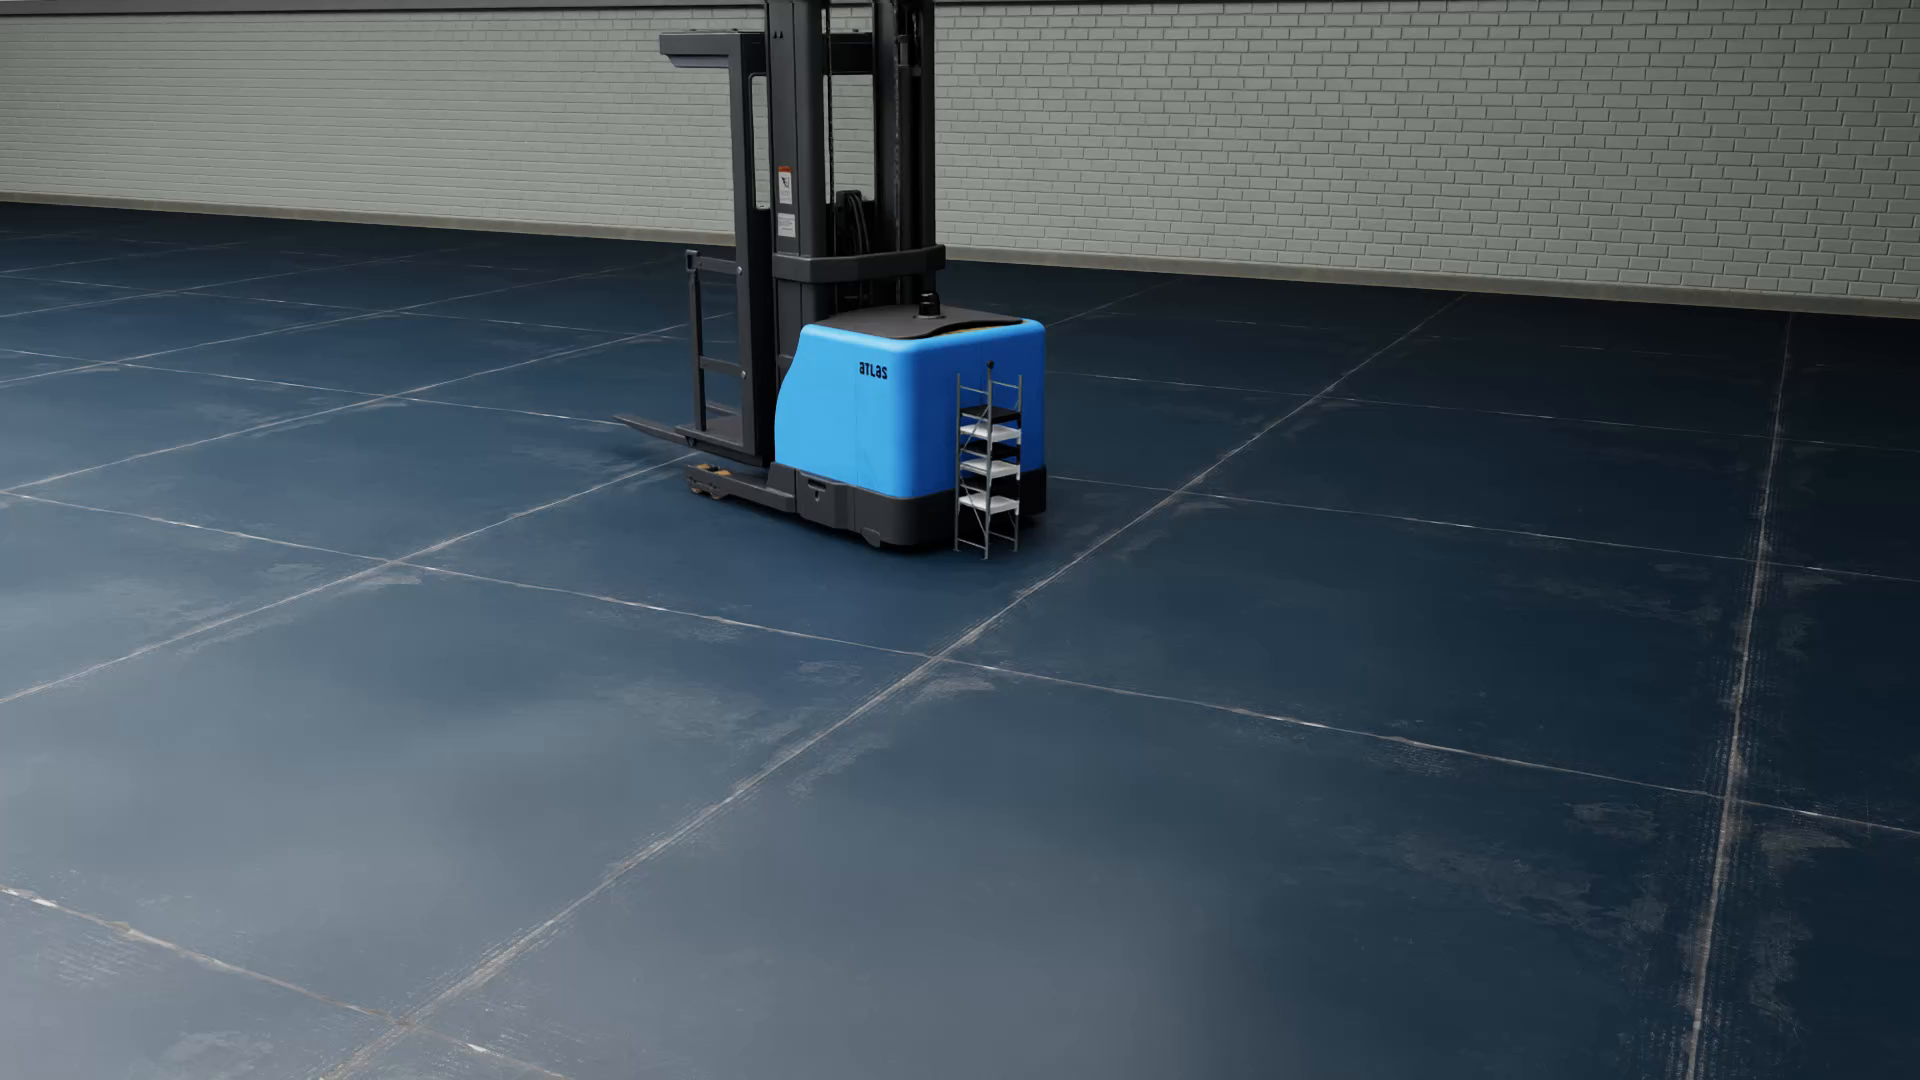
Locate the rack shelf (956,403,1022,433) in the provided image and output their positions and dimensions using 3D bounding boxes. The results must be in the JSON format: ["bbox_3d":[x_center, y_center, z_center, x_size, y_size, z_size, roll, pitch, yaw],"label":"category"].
[{"bbox_3d":[0.142,-0.598,8.115,0.200,0.077,0.258,-15,23,-41],"label":"rack shelf"}]

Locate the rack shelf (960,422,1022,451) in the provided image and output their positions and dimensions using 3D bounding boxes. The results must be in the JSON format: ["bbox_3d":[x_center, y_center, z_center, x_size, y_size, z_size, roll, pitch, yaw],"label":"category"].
[{"bbox_3d":[0.140,-0.512,8.141,0.200,0.077,0.258,-15,23,-41],"label":"rack shelf"}]

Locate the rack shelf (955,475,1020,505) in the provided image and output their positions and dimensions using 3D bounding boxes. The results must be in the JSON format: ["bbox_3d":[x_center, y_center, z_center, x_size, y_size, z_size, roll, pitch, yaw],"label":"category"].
[{"bbox_3d":[0.136,-0.254,8.222,0.200,0.077,0.258,-15,23,-41],"label":"rack shelf"}]

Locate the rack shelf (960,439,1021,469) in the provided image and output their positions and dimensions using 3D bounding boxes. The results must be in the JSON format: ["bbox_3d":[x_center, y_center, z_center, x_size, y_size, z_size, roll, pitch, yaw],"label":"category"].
[{"bbox_3d":[0.139,-0.426,8.168,0.200,0.077,0.258,-15,23,-41],"label":"rack shelf"}]

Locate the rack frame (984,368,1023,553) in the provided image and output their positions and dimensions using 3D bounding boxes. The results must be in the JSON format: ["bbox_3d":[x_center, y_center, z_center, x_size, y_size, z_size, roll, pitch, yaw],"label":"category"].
[{"bbox_3d":[0.212,-0.391,8.252,0.006,0.900,0.240,-15,23,-41],"label":"rack frame"}]

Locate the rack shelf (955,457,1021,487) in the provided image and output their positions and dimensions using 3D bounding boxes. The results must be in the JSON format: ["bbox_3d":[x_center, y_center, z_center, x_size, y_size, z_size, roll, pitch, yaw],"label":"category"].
[{"bbox_3d":[0.137,-0.340,8.195,0.200,0.077,0.258,-15,23,-41],"label":"rack shelf"}]

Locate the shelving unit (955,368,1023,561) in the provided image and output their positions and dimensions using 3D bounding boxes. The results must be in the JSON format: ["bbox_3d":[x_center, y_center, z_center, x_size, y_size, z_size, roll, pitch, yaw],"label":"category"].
[{"bbox_3d":[0.138,-0.372,8.185,0.210,0.900,0.258,-15,23,-41],"label":"shelving unit"}]

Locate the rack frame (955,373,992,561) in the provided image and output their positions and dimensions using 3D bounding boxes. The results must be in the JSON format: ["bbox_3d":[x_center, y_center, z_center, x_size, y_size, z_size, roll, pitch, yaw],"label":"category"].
[{"bbox_3d":[0.064,-0.352,8.118,0.006,0.900,0.240,-15,23,-41],"label":"rack frame"}]

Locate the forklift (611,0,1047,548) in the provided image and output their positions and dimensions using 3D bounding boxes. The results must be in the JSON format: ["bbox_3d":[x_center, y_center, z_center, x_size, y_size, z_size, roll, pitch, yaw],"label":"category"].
[{"bbox_3d":[-0.908,-1.714,9.146,1.130,2.935,3.031,-15,22,-40],"label":"forklift"}]

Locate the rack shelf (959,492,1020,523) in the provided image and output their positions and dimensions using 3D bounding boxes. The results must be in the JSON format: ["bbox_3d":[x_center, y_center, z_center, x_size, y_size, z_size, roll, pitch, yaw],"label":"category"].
[{"bbox_3d":[0.135,-0.168,8.248,0.200,0.077,0.258,-15,23,-41],"label":"rack shelf"}]
